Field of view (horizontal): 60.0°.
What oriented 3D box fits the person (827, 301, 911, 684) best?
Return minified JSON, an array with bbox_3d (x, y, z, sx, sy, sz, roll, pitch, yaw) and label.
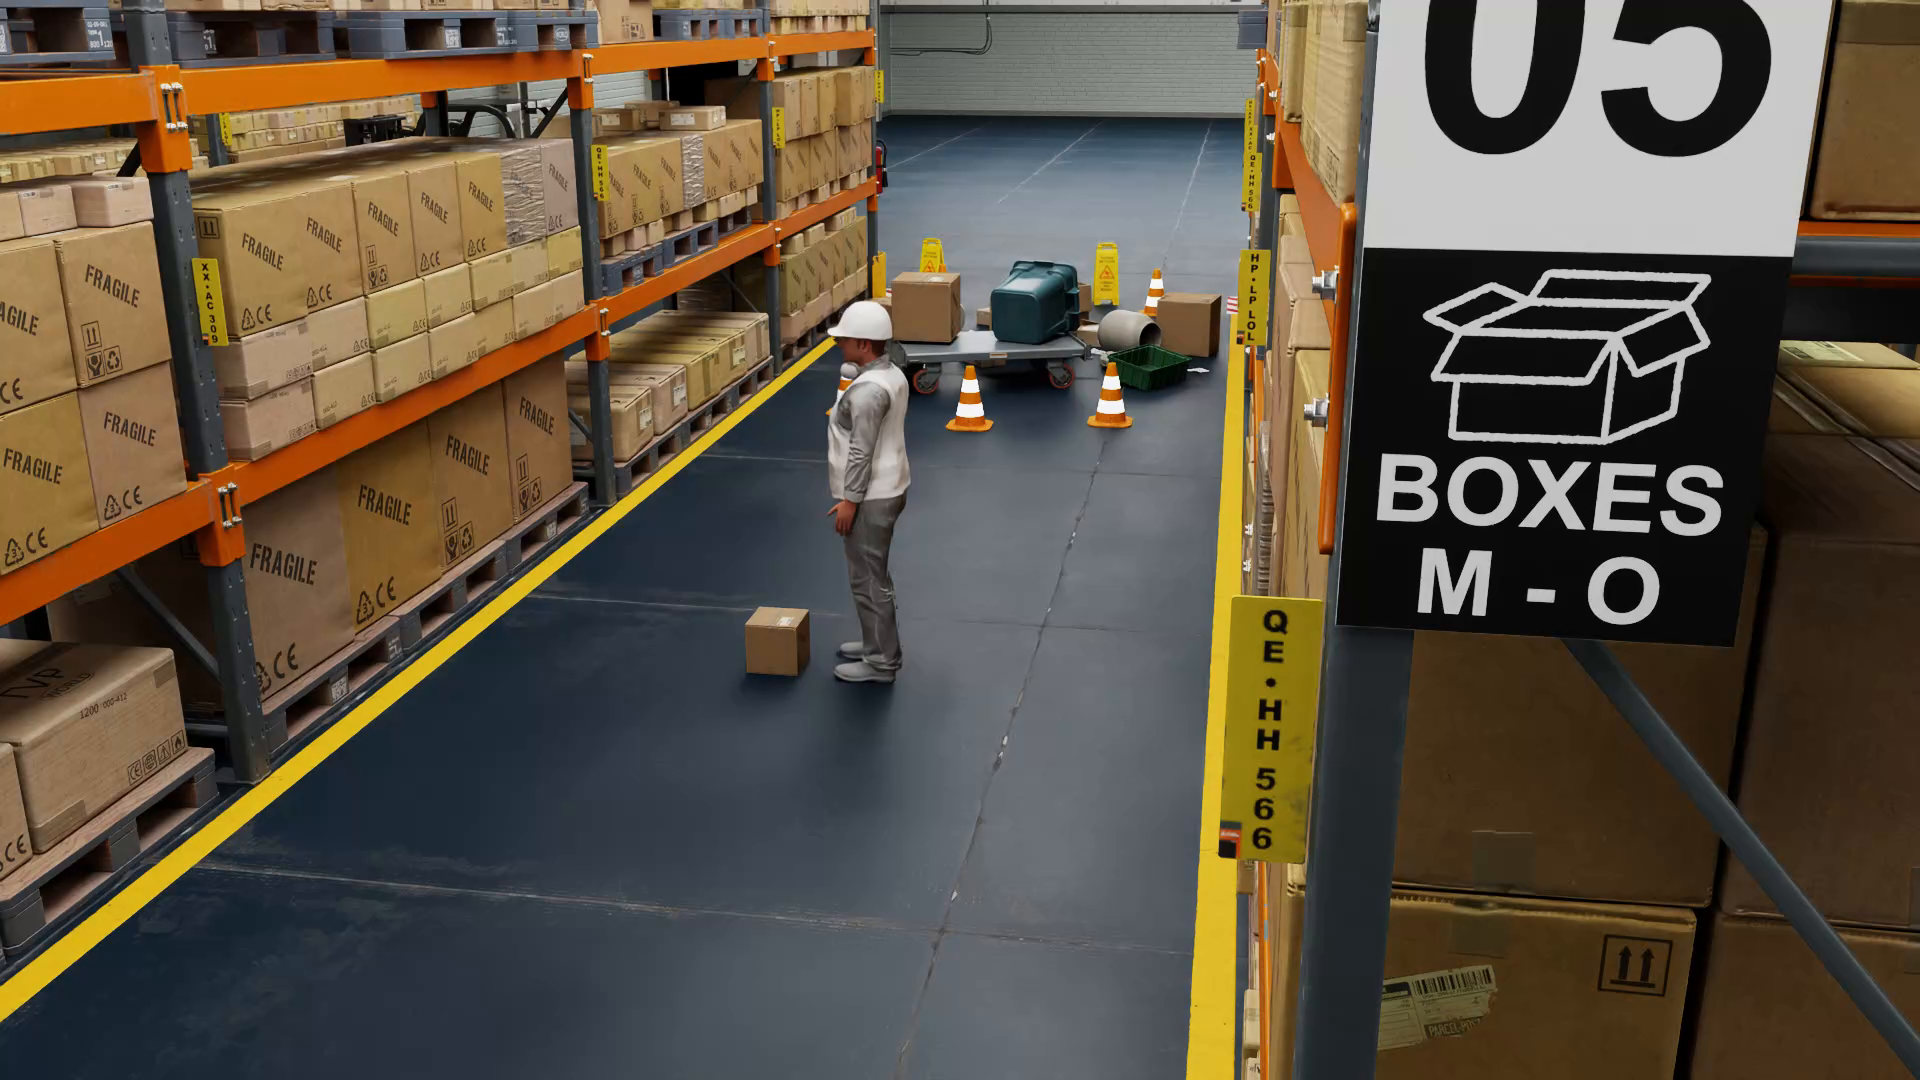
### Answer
[{"bbox_3d":[-0.435,-0.217,7.685,0.392,1.778,0.536,3,18,10],"label":"person"}]
